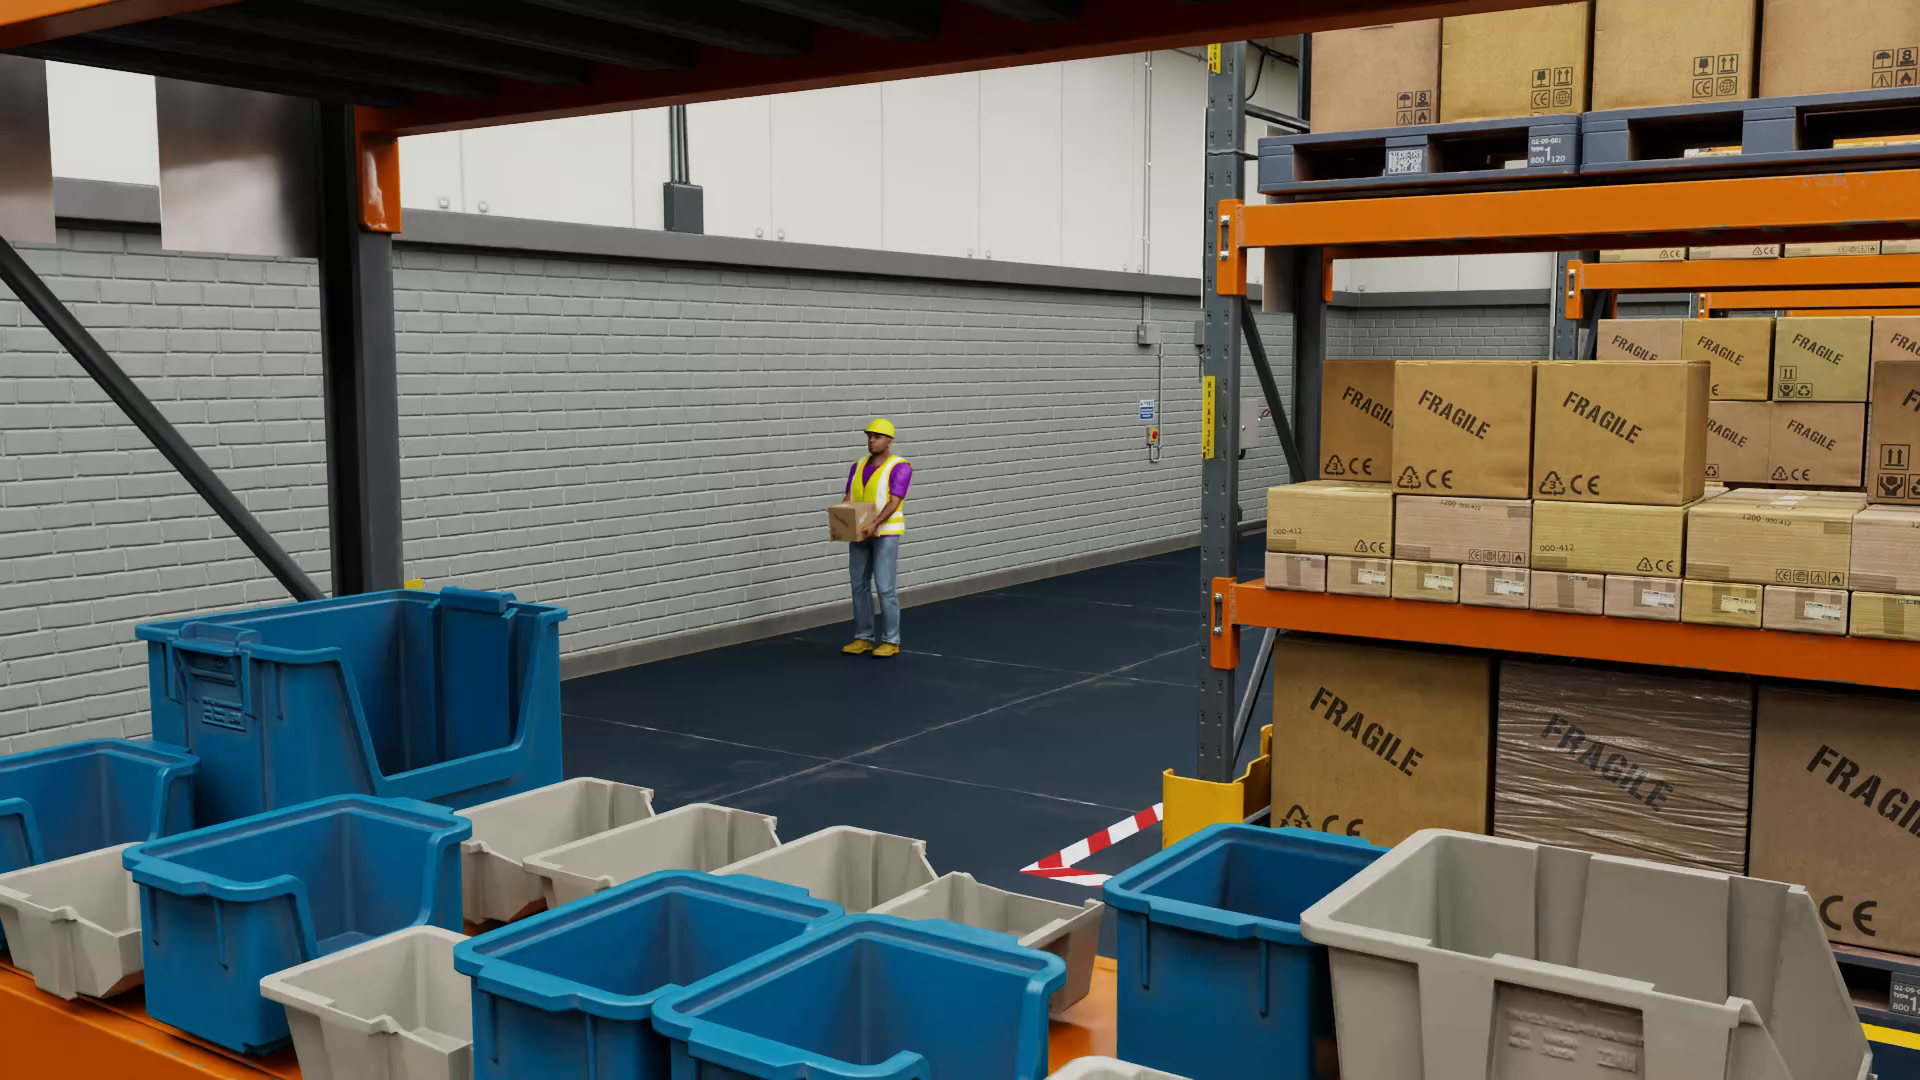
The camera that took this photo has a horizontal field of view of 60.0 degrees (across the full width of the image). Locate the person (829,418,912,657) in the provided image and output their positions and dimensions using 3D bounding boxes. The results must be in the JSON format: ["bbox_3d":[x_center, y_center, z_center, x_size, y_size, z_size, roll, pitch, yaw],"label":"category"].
[{"bbox_3d":[-0.675,-0.016,12.322,0.521,1.767,0.573,4,7,33],"label":"person"}]
